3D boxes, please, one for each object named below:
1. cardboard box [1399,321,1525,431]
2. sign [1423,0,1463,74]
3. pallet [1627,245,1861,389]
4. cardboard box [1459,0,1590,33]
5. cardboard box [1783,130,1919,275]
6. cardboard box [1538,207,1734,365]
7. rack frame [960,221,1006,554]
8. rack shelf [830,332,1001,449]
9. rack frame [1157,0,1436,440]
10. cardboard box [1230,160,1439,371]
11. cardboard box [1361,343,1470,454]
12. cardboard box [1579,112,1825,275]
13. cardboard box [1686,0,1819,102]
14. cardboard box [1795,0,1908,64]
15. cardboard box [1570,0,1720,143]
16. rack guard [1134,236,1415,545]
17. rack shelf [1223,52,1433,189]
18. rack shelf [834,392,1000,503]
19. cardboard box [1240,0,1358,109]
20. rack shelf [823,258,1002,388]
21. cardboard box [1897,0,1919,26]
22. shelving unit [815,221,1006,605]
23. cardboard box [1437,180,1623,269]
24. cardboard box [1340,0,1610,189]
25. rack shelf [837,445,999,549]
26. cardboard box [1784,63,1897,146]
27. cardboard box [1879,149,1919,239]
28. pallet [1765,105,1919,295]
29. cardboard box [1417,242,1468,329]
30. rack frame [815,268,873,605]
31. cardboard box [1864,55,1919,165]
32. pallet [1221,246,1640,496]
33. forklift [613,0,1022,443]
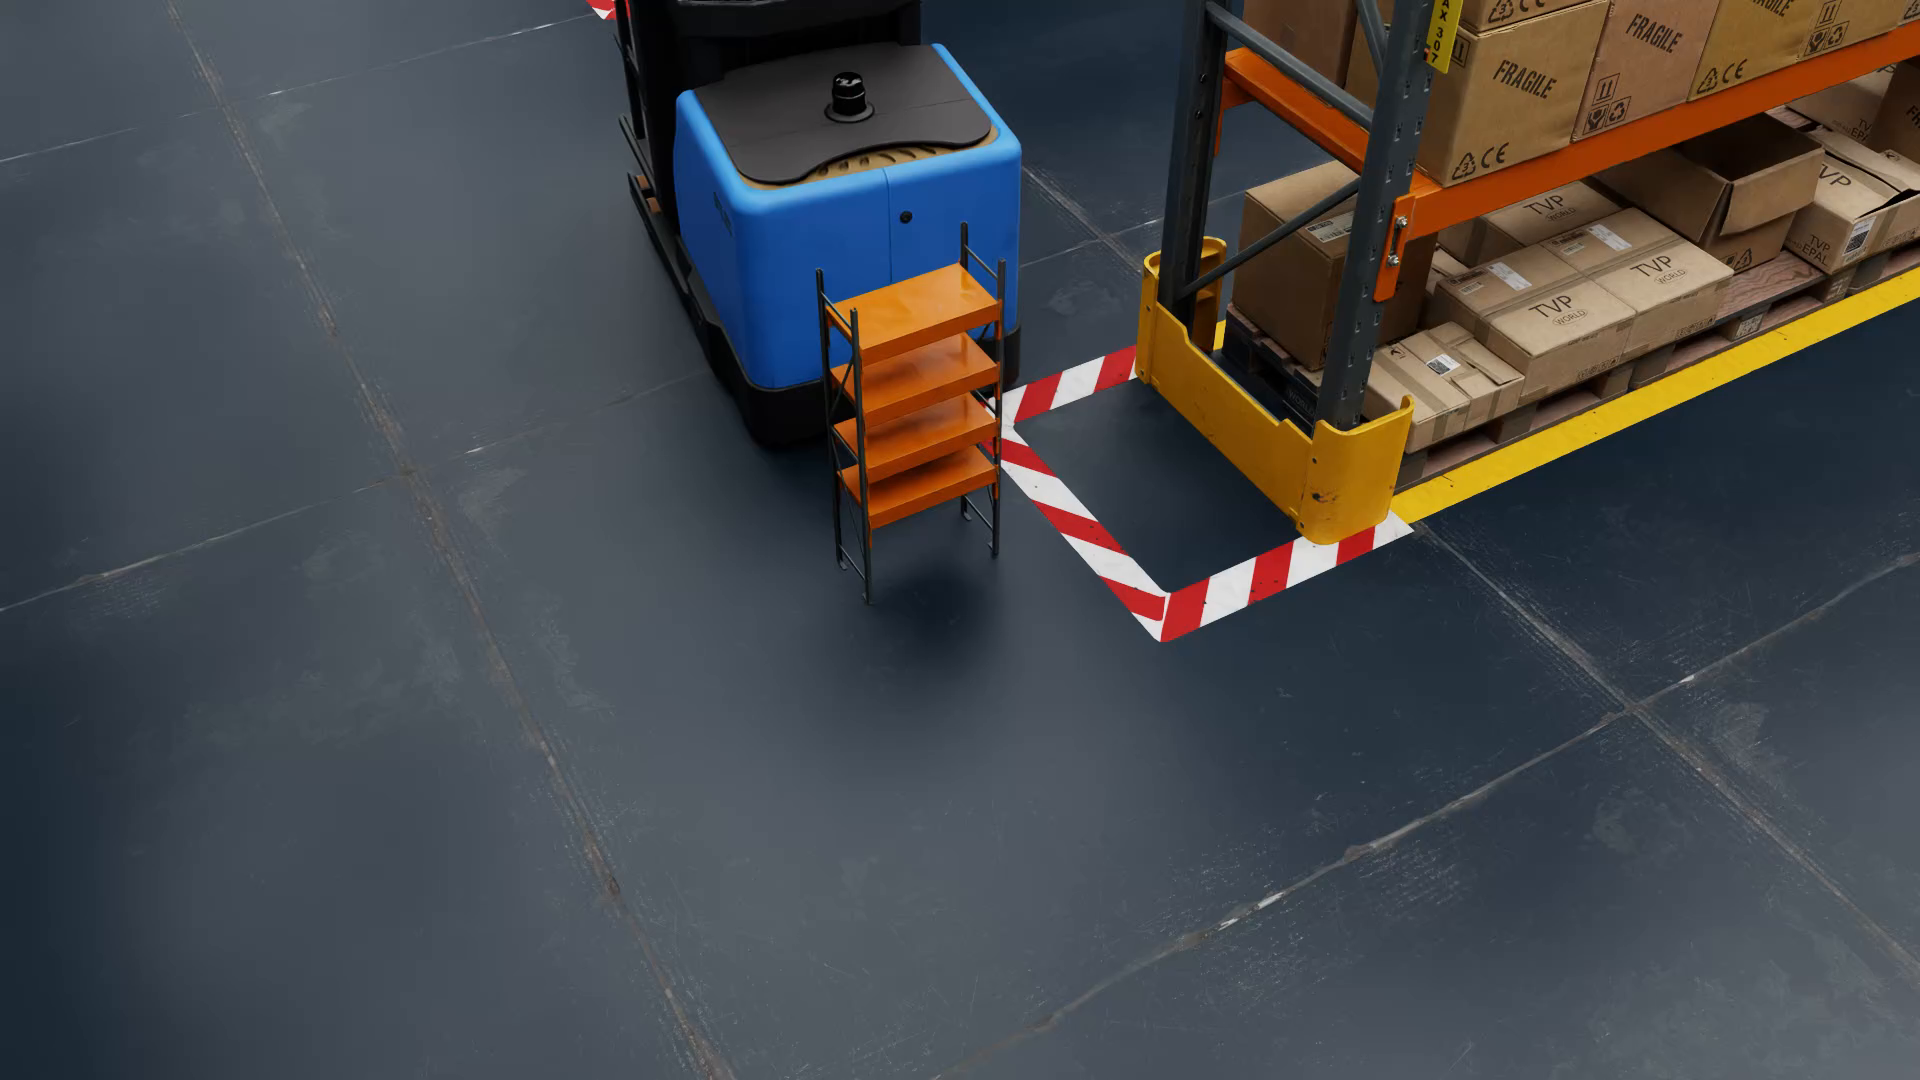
[{"bbox_3d":[1.775,-0.593,5.926,0.250,0.166,0.380,-22,48,-21],"label":"cardboard box"},{"bbox_3d":[1.294,-1.411,4.428,0.005,0.325,0.100,-22,48,-21],"label":"sign"},{"bbox_3d":[2.837,-1.151,6.784,1.213,0.211,1.003,-22,48,-21],"label":"pallet"},{"bbox_3d":[1.540,-1.817,4.679,0.500,0.500,0.500,-20,48,-20],"label":"cardboard box"},{"bbox_3d":[3.489,-1.379,6.632,0.500,0.311,0.500,-22,48,-21],"label":"cardboard box"},{"bbox_3d":[2.503,-0.963,6.247,0.500,0.250,0.500,-22,48,-21],"label":"cardboard box"},{"bbox_3d":[0.068,-0.458,5.360,0.015,1.200,0.240,-22,48,-21],"label":"rack frame"},{"bbox_3d":[-0.144,-0.485,5.164,0.480,0.148,0.258,-22,48,-21],"label":"rack shelf"},{"bbox_3d":[1.024,-1.428,5.067,0.127,3.000,1.000,-22,48,-21],"label":"rack frame"},{"bbox_3d":[1.372,-1.026,6.132,0.500,0.500,0.500,-22,48,-21],"label":"cardboard box"},{"bbox_3d":[1.558,-0.500,5.843,0.250,0.149,0.380,-22,48,-21],"label":"cardboard box"},{"bbox_3d":[2.865,-1.422,6.539,0.637,0.503,0.797,-22,48,-21],"label":"cardboard box"},{"bbox_3d":[2.421,-1.813,5.392,0.500,0.500,0.500,-22,48,-21],"label":"cardboard box"},{"bbox_3d":[2.855,-1.985,5.570,0.500,0.500,0.500,-21,48,-20],"label":"cardboard box"},{"bbox_3d":[1.984,-1.640,5.215,0.500,0.500,0.500,-22,48,-21],"label":"cardboard box"},{"bbox_3d":[1.089,-0.557,5.965,0.348,0.500,1.175,-22,48,-21],"label":"rack guard"},{"bbox_3d":[2.758,-1.933,5.965,3.809,0.124,0.919,-22,48,-21],"label":"rack shelf"},{"bbox_3d":[-0.144,-0.325,5.320,0.480,0.148,0.258,-22,48,-21],"label":"rack shelf"},{"bbox_3d":[1.276,-1.783,5.362,0.500,0.500,0.500,-20,48,-20],"label":"cardboard box"},{"bbox_3d":[-0.144,-0.655,4.999,0.480,0.148,0.258,-22,48,-21],"label":"rack shelf"},{"bbox_3d":[3.296,-2.164,5.754,0.500,0.500,0.500,-21,48,-20],"label":"cardboard box"},{"bbox_3d":[-0.144,-0.373,5.273,0.503,1.200,0.258,-22,48,-21],"label":"shelving unit"},{"bbox_3d":[2.211,-1.248,6.540,0.500,0.250,0.500,-22,48,-21],"label":"cardboard box"},{"bbox_3d":[1.540,-1.458,5.027,0.500,0.500,0.500,-21,48,-20],"label":"cardboard box"},{"bbox_3d":[-0.144,-0.182,5.458,0.480,0.148,0.258,-22,48,-21],"label":"rack shelf"},{"bbox_3d":[4.020,-1.993,7.265,0.500,0.311,0.500,-22,48,-21],"label":"cardboard box"},{"bbox_3d":[3.844,-1.415,6.785,0.250,0.149,0.380,-22,48,-21],"label":"cardboard box"},{"bbox_3d":[3.896,-1.577,7.223,1.213,0.211,1.003,-22,48,-21],"label":"pallet"},{"bbox_3d":[1.768,-0.992,6.337,0.250,0.166,0.380,-22,48,-21],"label":"cardboard box"},{"bbox_3d":[-0.355,-0.288,5.186,0.015,1.200,0.240,-22,48,-21],"label":"rack frame"},{"bbox_3d":[4.139,-1.707,6.834,0.500,0.500,0.500,-22,48,-21],"label":"cardboard box"},{"bbox_3d":[1.780,-0.730,6.351,1.213,0.211,1.003,-22,48,-21],"label":"pallet"},{"bbox_3d":[-0.785,-2.444,6.163,1.130,2.935,3.031,-15,46,-15],"label":"forklift"}]
